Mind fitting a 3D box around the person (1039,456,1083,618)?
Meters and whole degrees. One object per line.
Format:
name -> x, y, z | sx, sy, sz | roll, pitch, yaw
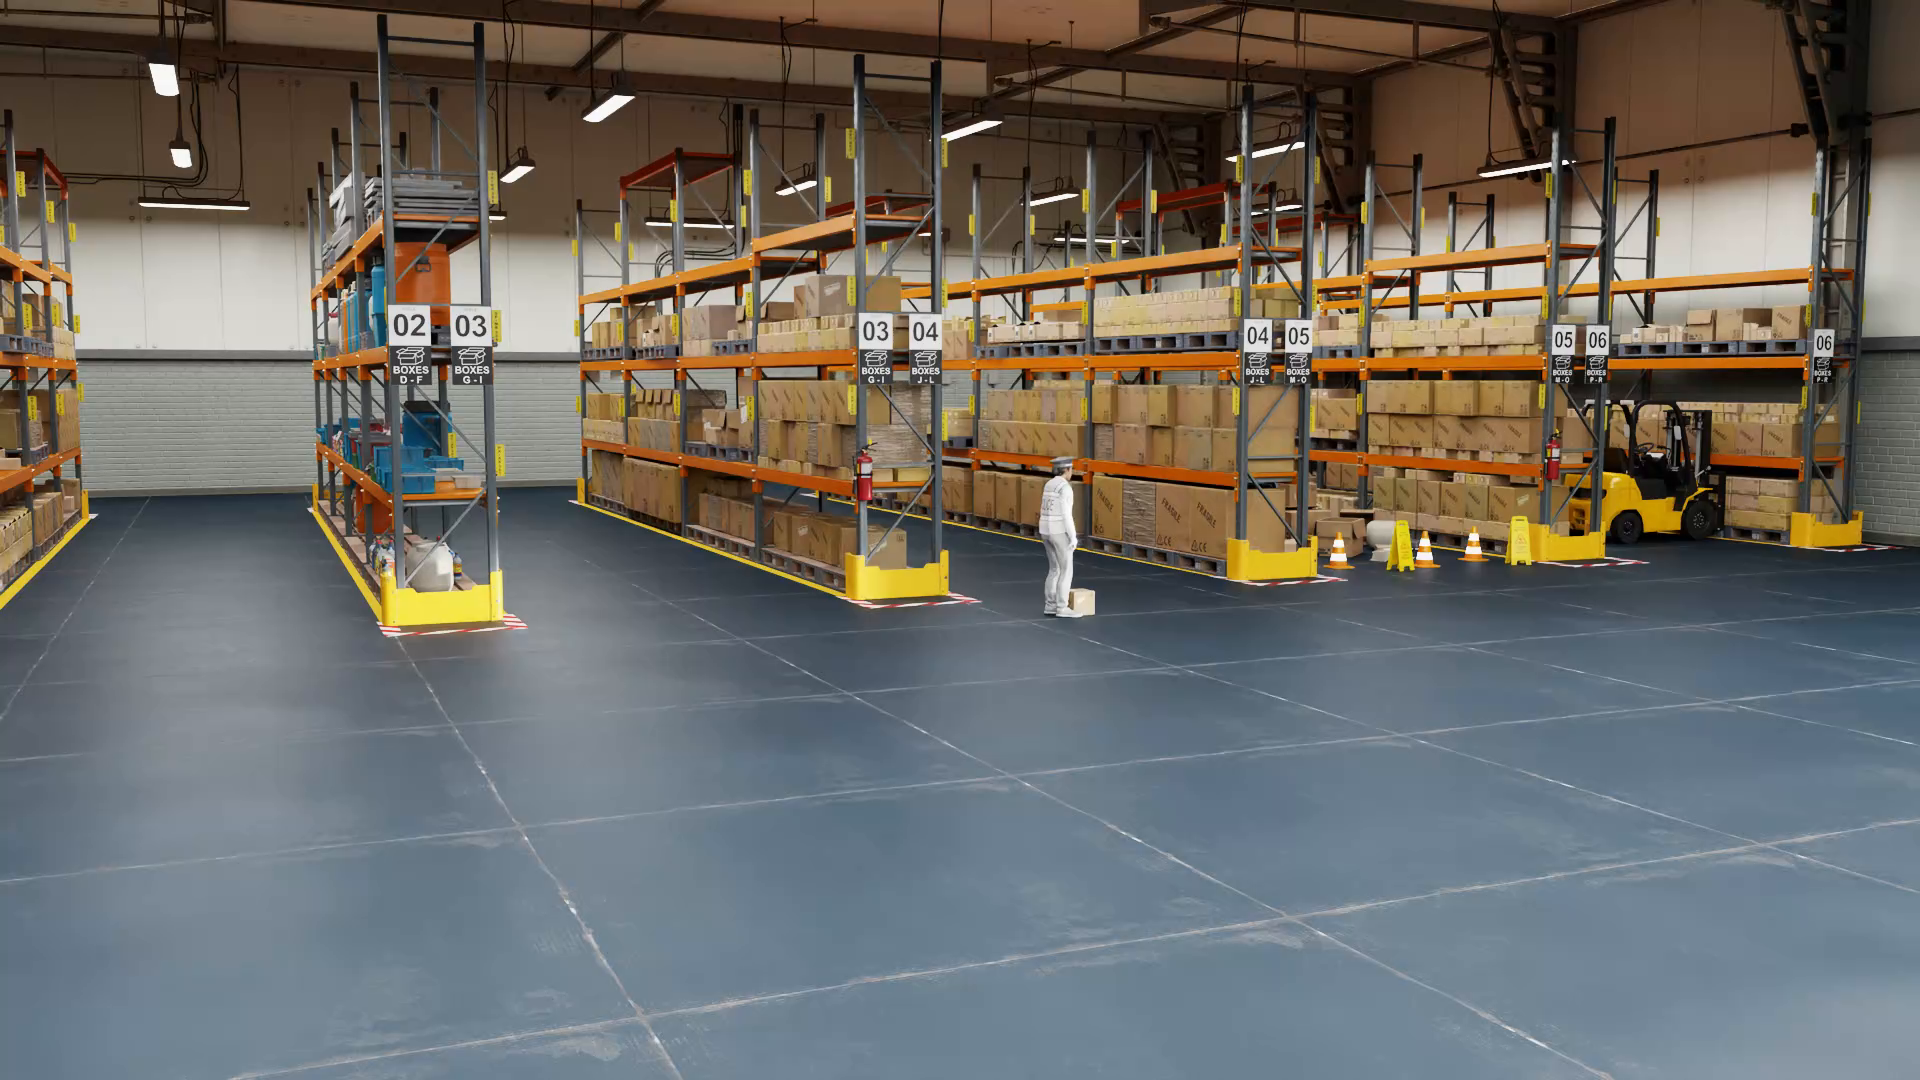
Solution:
person -> 1.034, -0.040, 17.387 | 0.372, 1.665, 0.543 | -3, 6, -26
